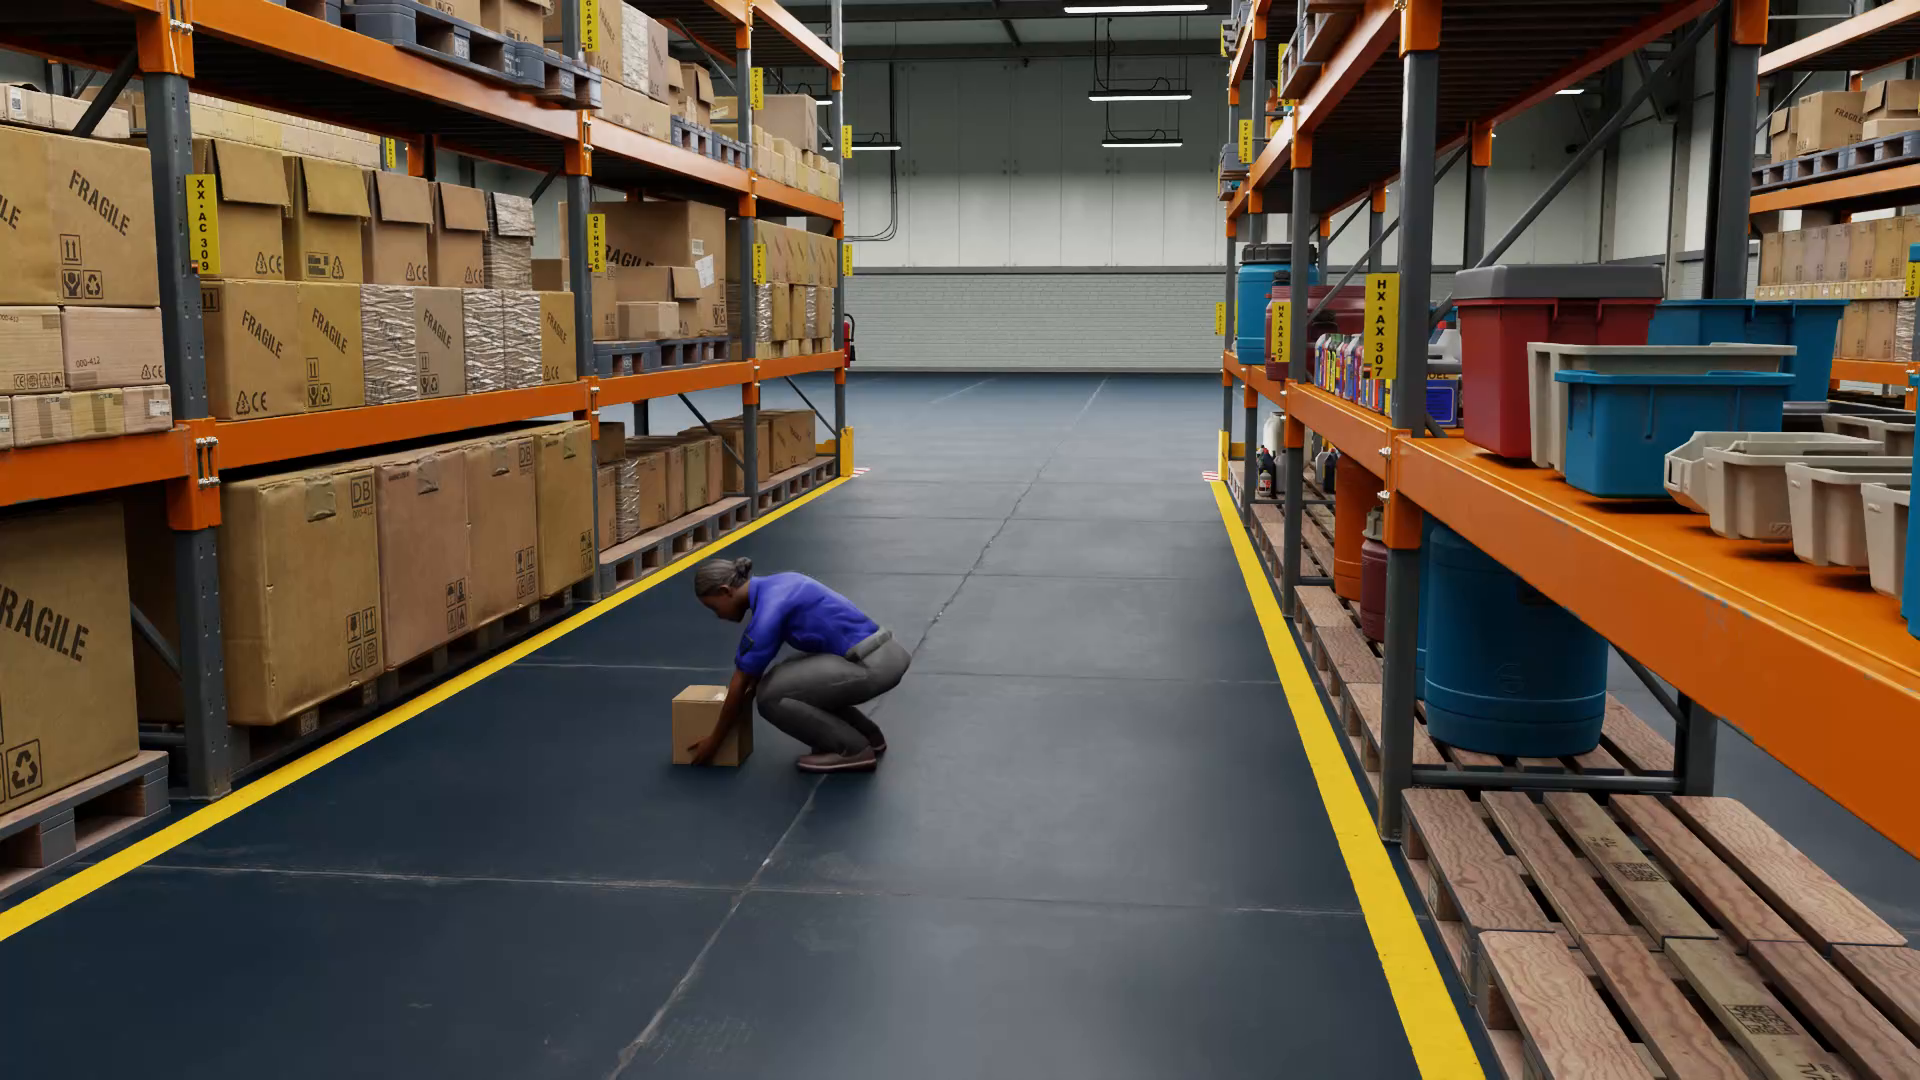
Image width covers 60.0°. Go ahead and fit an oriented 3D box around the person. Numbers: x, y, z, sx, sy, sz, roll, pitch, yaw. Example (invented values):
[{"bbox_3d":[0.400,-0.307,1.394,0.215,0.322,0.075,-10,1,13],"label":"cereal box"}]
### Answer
[{"bbox_3d":[-0.602,0.461,6.265,0.824,0.809,0.479,1,8,6],"label":"person"}]
